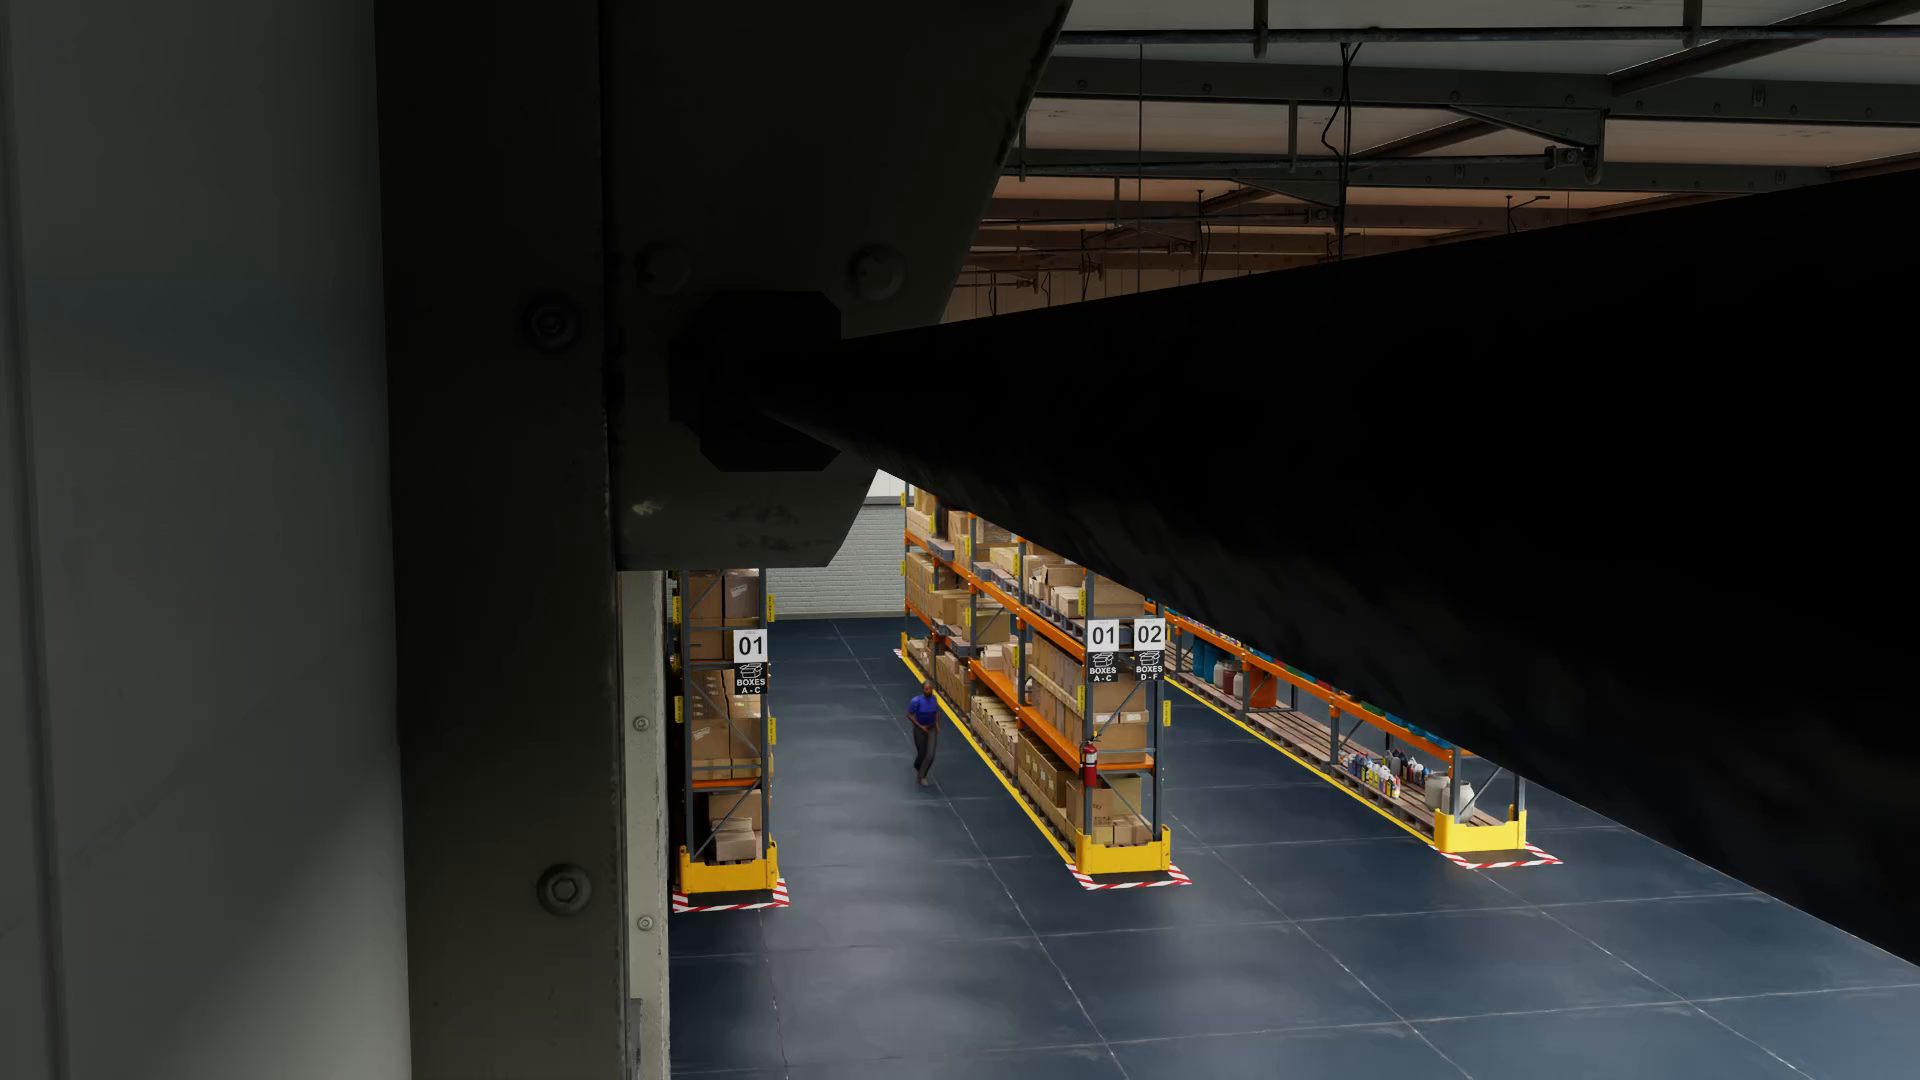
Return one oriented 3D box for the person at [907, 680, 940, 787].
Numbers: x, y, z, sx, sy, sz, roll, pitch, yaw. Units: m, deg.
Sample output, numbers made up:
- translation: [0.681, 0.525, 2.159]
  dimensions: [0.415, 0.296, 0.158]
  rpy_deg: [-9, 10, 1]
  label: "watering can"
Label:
- translation: [-0.571, 2.914, 25.386]
  dimensions: [0.562, 1.617, 0.649]
  rpy_deg: [-2, 6, -20]
  label: "person"
